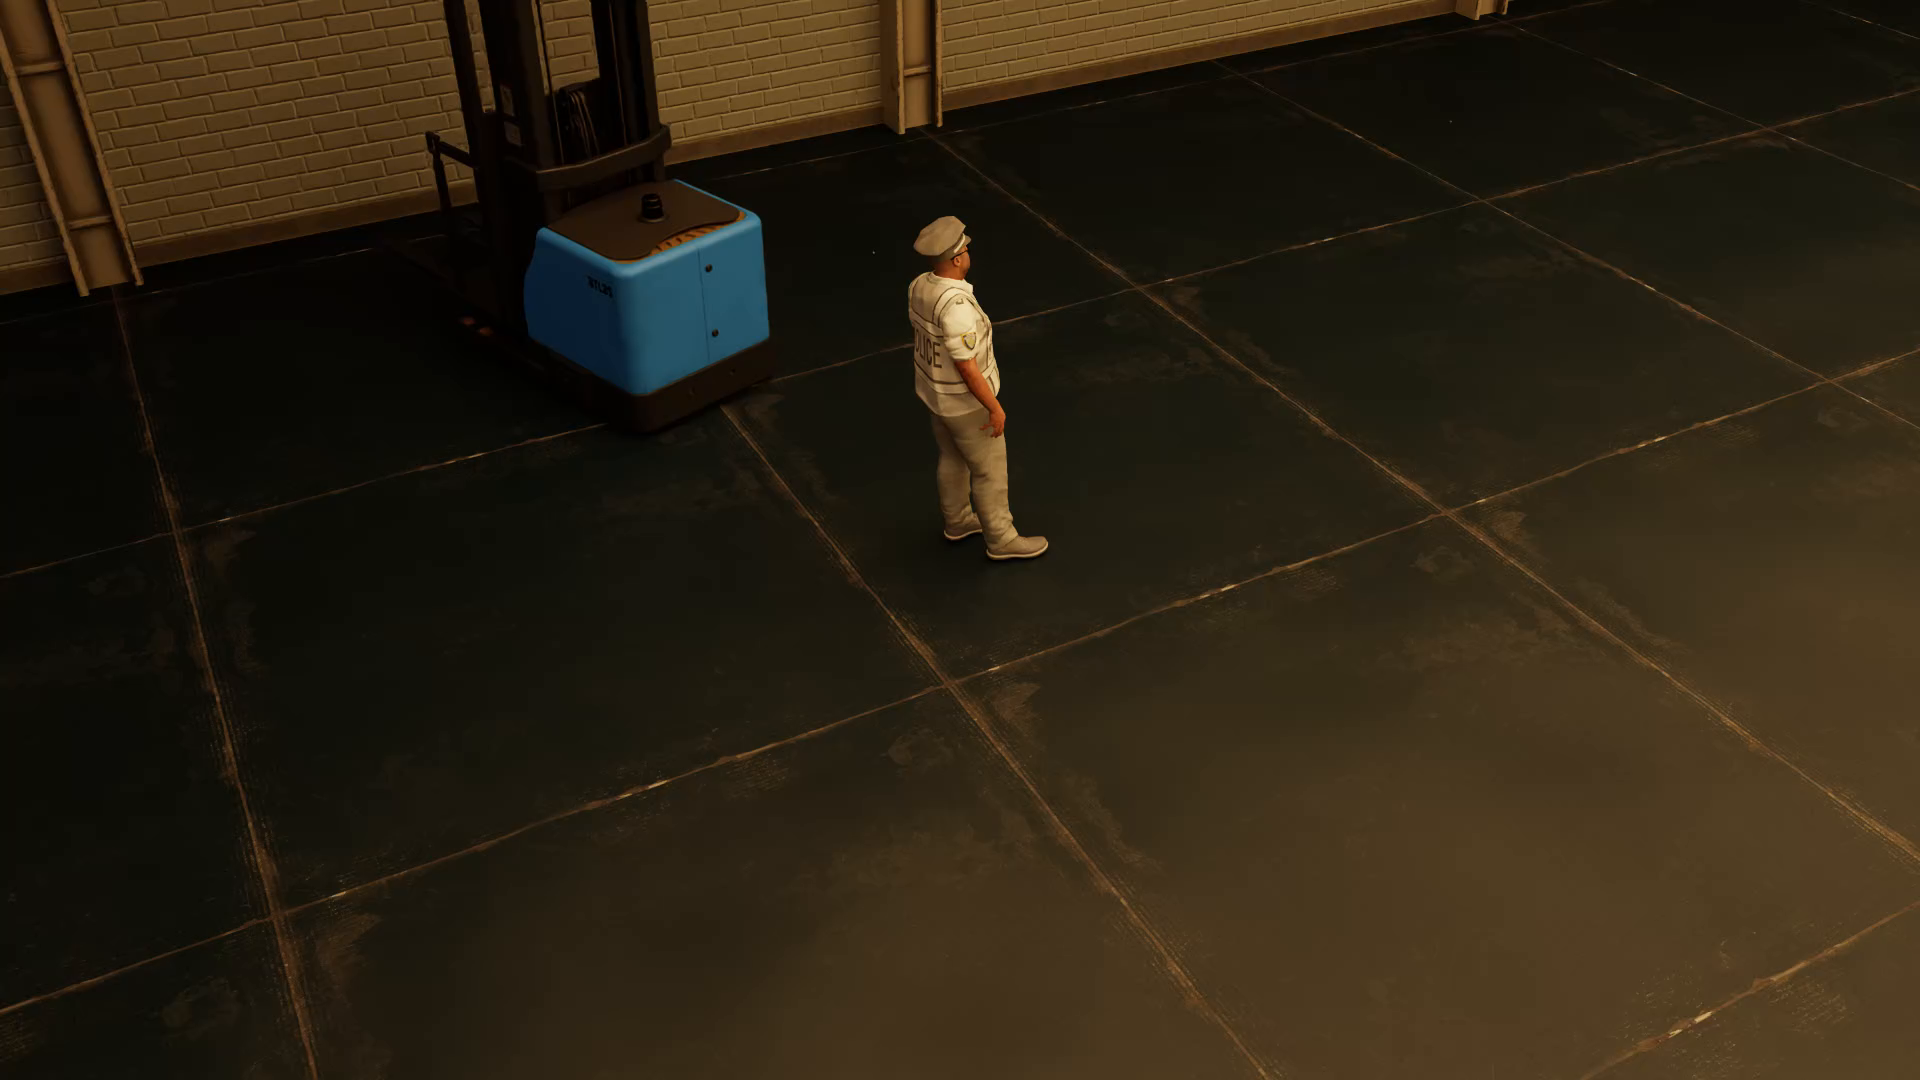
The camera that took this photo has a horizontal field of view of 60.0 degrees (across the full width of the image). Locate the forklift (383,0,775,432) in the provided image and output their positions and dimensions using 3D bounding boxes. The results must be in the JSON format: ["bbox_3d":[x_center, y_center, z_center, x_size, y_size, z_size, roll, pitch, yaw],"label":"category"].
[{"bbox_3d":[-2.525,-2.542,9.719,3.031,2.935,1.130,29,44,34],"label":"forklift"}]

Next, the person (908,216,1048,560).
[{"bbox_3d":[0.074,-0.748,8.165,0.575,1.781,0.640,-17,39,-23],"label":"person"}]
